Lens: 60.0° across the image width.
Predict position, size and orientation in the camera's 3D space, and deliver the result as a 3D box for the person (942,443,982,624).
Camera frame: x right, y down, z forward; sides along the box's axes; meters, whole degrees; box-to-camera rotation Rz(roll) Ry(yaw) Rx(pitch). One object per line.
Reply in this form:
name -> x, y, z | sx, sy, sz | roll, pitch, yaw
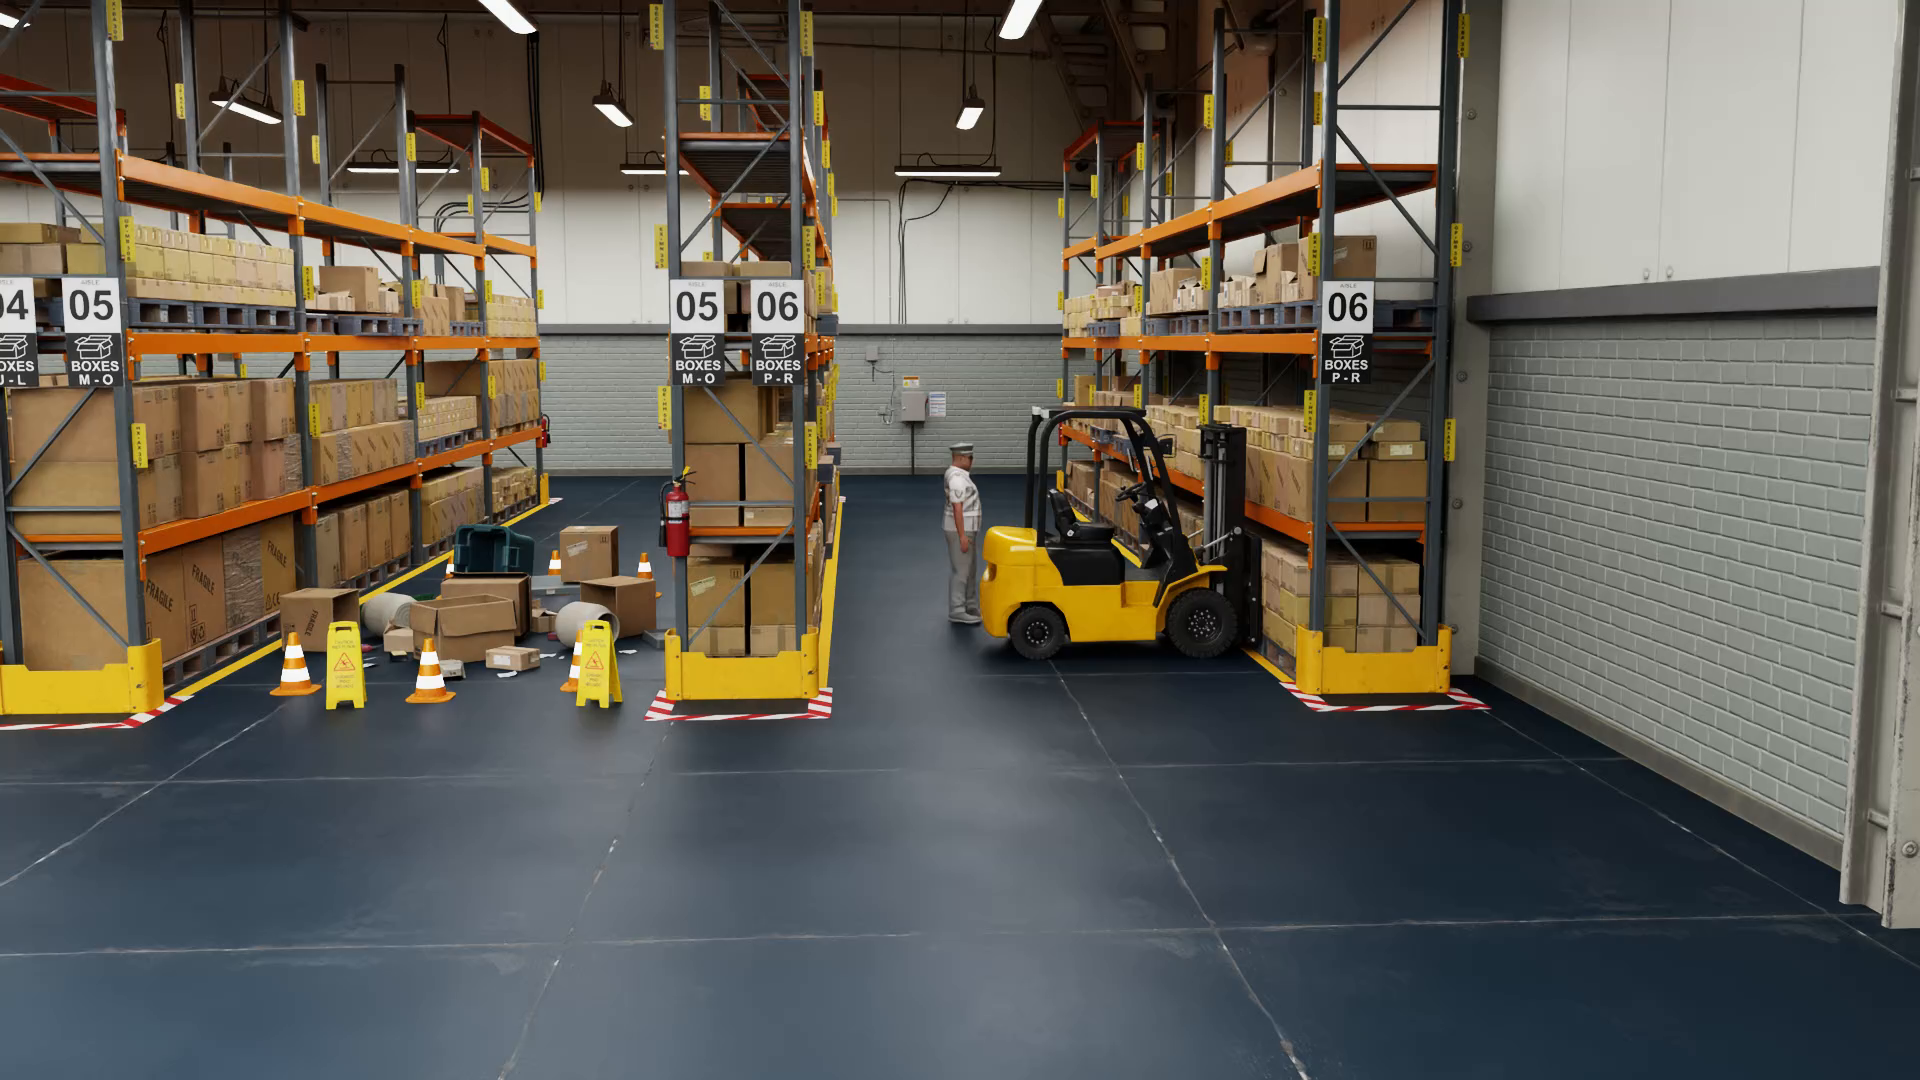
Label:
person -> 0.085, -0.070, 16.284 | 0.526, 1.765, 0.594 | 0, 7, -4
